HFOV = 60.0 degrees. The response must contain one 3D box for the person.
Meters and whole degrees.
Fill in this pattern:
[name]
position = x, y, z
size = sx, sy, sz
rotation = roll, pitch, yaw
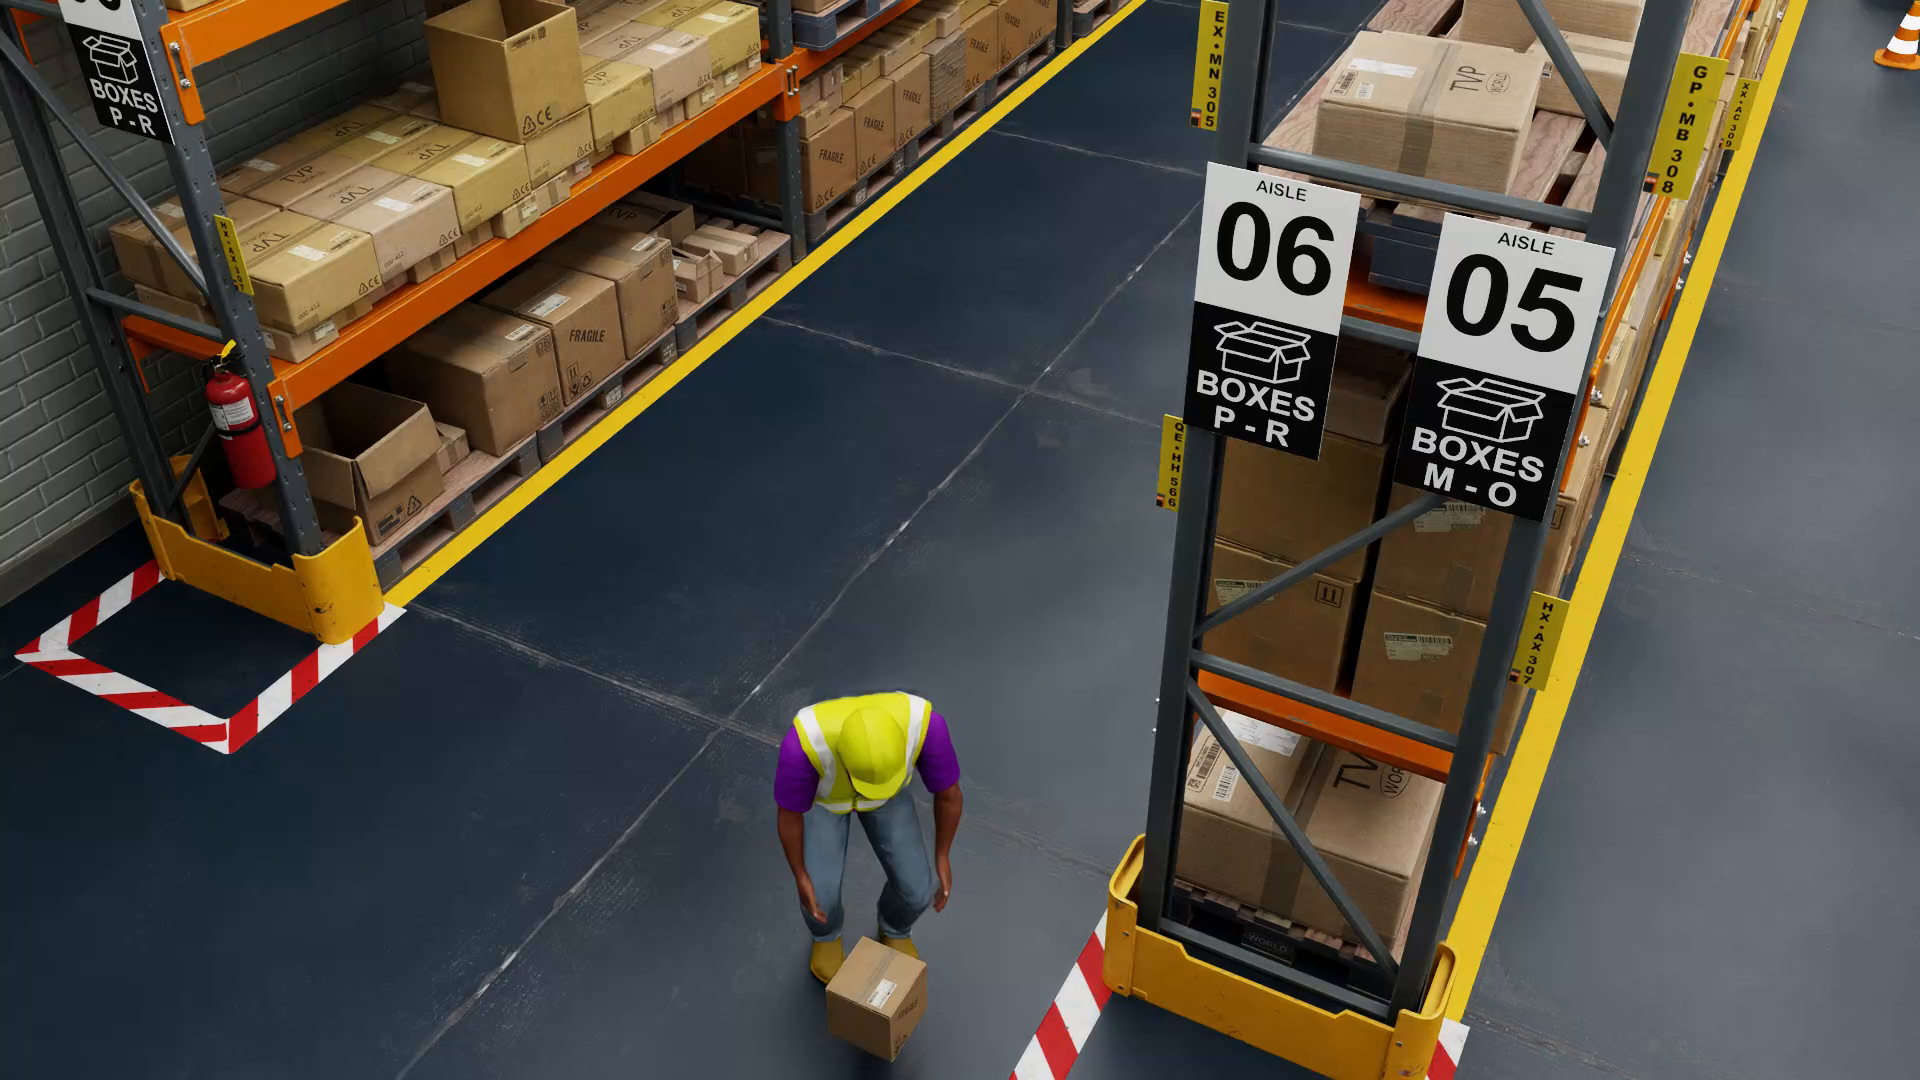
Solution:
[person]
position = -0.314, 0.970, 5.725
size = 0.630, 1.462, 0.727
rotation = -6, 38, -7
